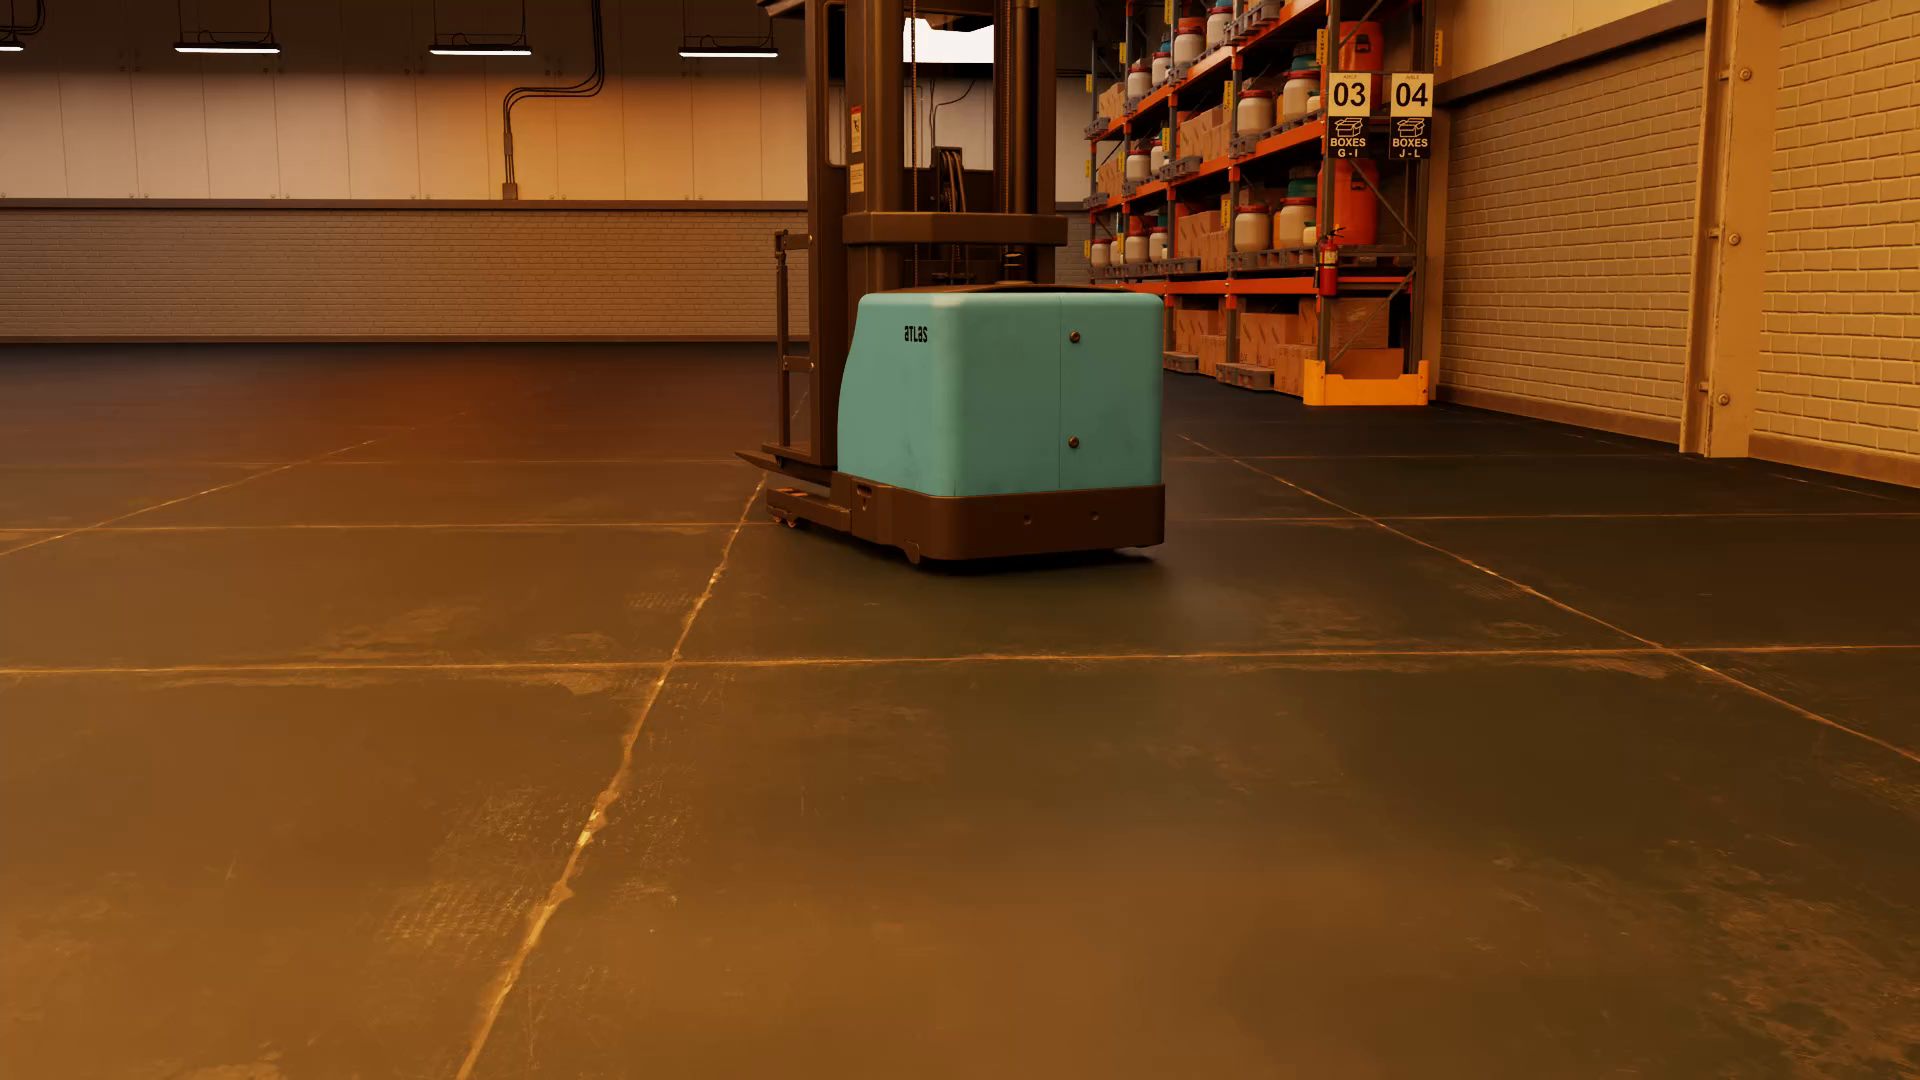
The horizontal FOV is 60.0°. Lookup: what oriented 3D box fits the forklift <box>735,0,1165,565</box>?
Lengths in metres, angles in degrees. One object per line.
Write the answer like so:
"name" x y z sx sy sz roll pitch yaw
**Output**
"forklift" -0.264 -1.530 7.637 1.130 2.935 3.031 -4 9 -25
